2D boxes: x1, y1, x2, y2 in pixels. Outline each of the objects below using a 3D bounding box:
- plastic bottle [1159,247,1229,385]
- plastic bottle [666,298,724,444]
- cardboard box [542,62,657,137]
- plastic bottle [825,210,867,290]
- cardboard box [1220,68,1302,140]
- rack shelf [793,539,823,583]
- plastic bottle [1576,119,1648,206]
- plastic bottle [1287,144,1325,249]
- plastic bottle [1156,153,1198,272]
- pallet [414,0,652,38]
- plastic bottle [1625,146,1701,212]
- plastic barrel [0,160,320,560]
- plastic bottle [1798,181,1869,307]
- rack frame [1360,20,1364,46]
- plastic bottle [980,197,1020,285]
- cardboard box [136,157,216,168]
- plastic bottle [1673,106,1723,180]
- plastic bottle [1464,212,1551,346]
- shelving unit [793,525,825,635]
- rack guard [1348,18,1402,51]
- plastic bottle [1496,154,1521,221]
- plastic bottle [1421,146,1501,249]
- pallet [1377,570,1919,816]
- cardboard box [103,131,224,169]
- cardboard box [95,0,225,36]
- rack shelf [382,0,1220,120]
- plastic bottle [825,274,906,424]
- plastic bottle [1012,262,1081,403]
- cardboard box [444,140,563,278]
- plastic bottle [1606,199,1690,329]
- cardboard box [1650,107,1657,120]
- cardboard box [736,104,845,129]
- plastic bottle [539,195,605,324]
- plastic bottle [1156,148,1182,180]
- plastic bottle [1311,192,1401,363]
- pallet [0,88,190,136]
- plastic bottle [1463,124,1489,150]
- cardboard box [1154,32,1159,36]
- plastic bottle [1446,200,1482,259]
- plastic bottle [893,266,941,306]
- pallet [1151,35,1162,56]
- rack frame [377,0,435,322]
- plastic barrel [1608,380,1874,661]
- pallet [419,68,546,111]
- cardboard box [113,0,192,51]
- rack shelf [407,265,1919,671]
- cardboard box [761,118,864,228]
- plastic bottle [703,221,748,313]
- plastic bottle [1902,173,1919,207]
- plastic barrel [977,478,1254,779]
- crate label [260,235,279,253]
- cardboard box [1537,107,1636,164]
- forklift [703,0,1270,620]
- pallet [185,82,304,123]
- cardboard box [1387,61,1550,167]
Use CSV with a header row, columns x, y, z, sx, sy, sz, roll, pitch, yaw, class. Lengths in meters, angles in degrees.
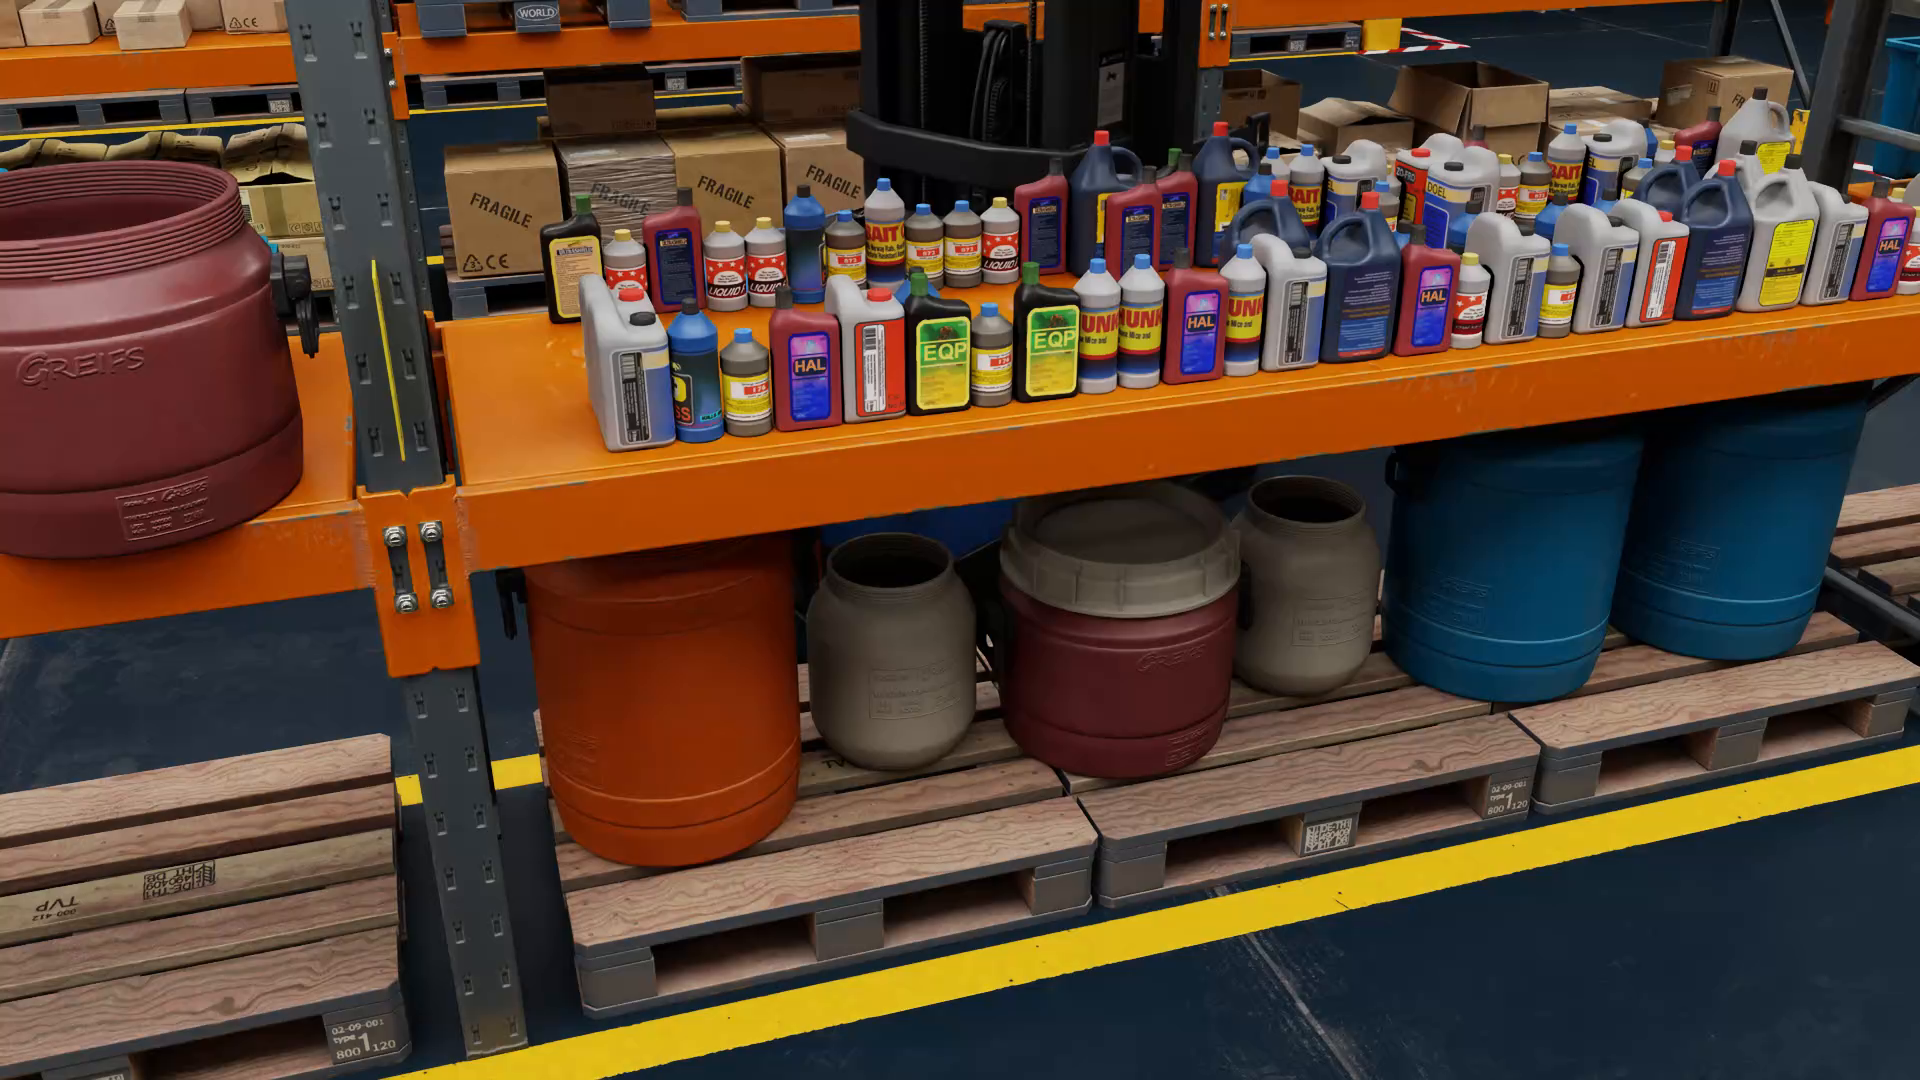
x,y,z,sx,sy,sz,roll,pitch,yaw,class
0.486,-0.469,3.452,0.133,0.283,0.061,-8,28,-16,plastic bottle
-0.508,-0.328,3.182,0.097,0.271,0.097,0,26,0,plastic bottle
-1.800,-2.204,8.290,0.500,0.250,0.500,-7,27,-14,cardboard box
-0.273,-0.686,3.981,0.097,0.201,0.097,0,26,0,plastic bottle
1.589,-2.380,9.487,0.500,0.500,0.500,-8,28,-16,cardboard box
-0.672,0.081,4.836,0.480,0.148,0.258,-17,31,-30,rack shelf
1.759,-1.001,4.532,0.135,0.276,0.152,-8,28,-16,plastic bottle
0.888,-0.885,4.304,0.097,0.271,0.097,0,26,0,plastic bottle
0.523,-0.818,4.155,0.133,0.283,0.061,-8,28,-16,plastic bottle
-2.046,-2.590,7.810,1.003,0.211,1.213,-8,28,-16,pallet
1.672,-0.758,3.958,0.185,0.351,0.144,-8,28,-16,plastic bottle
-1.485,-0.327,2.883,0.708,0.536,0.600,-8,28,-16,plastic barrel
2.043,-0.712,3.951,0.135,0.276,0.152,-8,28,-16,plastic bottle
3.401,-5.749,13.957,0.127,3.000,1.000,-8,28,-16,rack frame
0.097,-0.739,4.089,0.097,0.201,0.097,0,26,0,plastic bottle
-3.582,-1.510,7.408,0.500,0.311,0.500,-9,28,-17,cardboard box
2.058,-1.069,4.660,0.133,0.283,0.061,-8,28,-16,plastic bottle
1.215,-0.593,3.710,0.135,0.276,0.152,-8,28,-16,plastic bottle
-0.672,-0.157,4.718,0.503,1.200,0.258,-17,31,-30,shelving unit
3.424,-4.633,14.519,0.348,0.500,1.175,-8,28,-16,rack guard
1.456,-0.936,4.486,0.097,0.201,0.097,0,26,0,plastic bottle
1.274,-0.859,4.247,0.135,0.276,0.152,-8,28,-16,plastic bottle
1.919,0.328,4.851,1.213,0.211,1.003,-8,28,-16,pallet
-3.754,-1.737,7.865,0.500,0.311,0.500,-9,28,-17,cardboard box
-3.579,-2.472,7.456,0.500,0.311,0.500,-9,28,-17,cardboard box
-0.767,-2.506,8.234,4.000,0.370,1.077,-8,28,-16,rack shelf
-0.186,-0.389,3.301,0.135,0.276,0.152,-8,28,-16,plastic bottle
0.174,-0.424,3.361,0.133,0.283,0.061,-8,28,-16,plastic bottle
-2.147,-1.573,7.861,0.500,0.500,0.500,-7,27,-14,cardboard box
1.564,-0.643,3.811,0.135,0.276,0.152,-8,28,-16,plastic bottle
4.196,-2.636,10.378,0.250,0.166,0.380,-8,28,-16,cardboard box
-0.863,-2.005,8.731,0.500,0.500,0.500,-9,28,-18,cardboard box
-0.885,-0.642,3.802,0.133,0.283,0.061,-8,28,-16,plastic bottle
0.504,-0.843,4.207,0.133,0.283,0.061,-8,28,-16,plastic bottle
0.845,-0.571,3.581,0.185,0.351,0.144,-8,28,-16,plastic bottle
-6.107,-3.125,11.807,1.213,0.211,1.003,-8,28,-16,pallet
1.340,-0.965,4.451,0.133,0.283,0.061,-8,28,-16,plastic bottle
1.308,-4.464,13.707,0.500,0.500,0.700,-8,27,-15,cardboard box
1.159,-0.641,3.812,0.097,0.271,0.097,0,26,0,plastic bottle
-0.087,-0.418,3.362,0.097,0.271,0.097,0,26,0,plastic bottle
1.507,-4.190,13.953,1.213,0.211,1.003,-8,28,-16,pallet
-2.668,-2.553,7.520,0.127,3.000,1.000,-8,28,-16,rack frame
2.143,-0.190,4.646,0.708,0.901,0.600,-8,28,-16,plastic barrel
-3.433,-3.475,12.512,1.213,0.211,1.003,-8,28,-16,pallet
-3.438,-2.200,7.091,0.250,0.149,0.380,-8,28,-16,cardboard box
0.764,-0.412,4.015,4.000,0.370,1.077,-8,28,-16,rack shelf
-0.678,-1.788,8.295,0.500,0.500,0.500,-9,28,-18,cardboard box
-0.551,-0.645,3.900,0.097,0.201,0.097,0,26,0,plastic bottle
2.391,-0.763,4.053,0.135,0.276,0.152,-8,28,-16,plastic bottle
0.396,0.203,4.206,0.708,0.588,0.600,-8,28,-16,plastic barrel
-1.655,-0.484,3.540,0.416,0.233,0.303,-8,28,-16,crate label
3.585,-2.323,9.654,0.500,0.250,0.500,-8,28,-16,cardboard box
0.449,-1.569,5.615,1.130,2.935,3.031,21,33,35,forklift
-4.949,-3.291,12.142,1.213,0.211,1.003,-8,28,-16,pallet
2.920,-2.444,9.612,0.637,0.503,0.797,-8,28,-16,cardboard box
